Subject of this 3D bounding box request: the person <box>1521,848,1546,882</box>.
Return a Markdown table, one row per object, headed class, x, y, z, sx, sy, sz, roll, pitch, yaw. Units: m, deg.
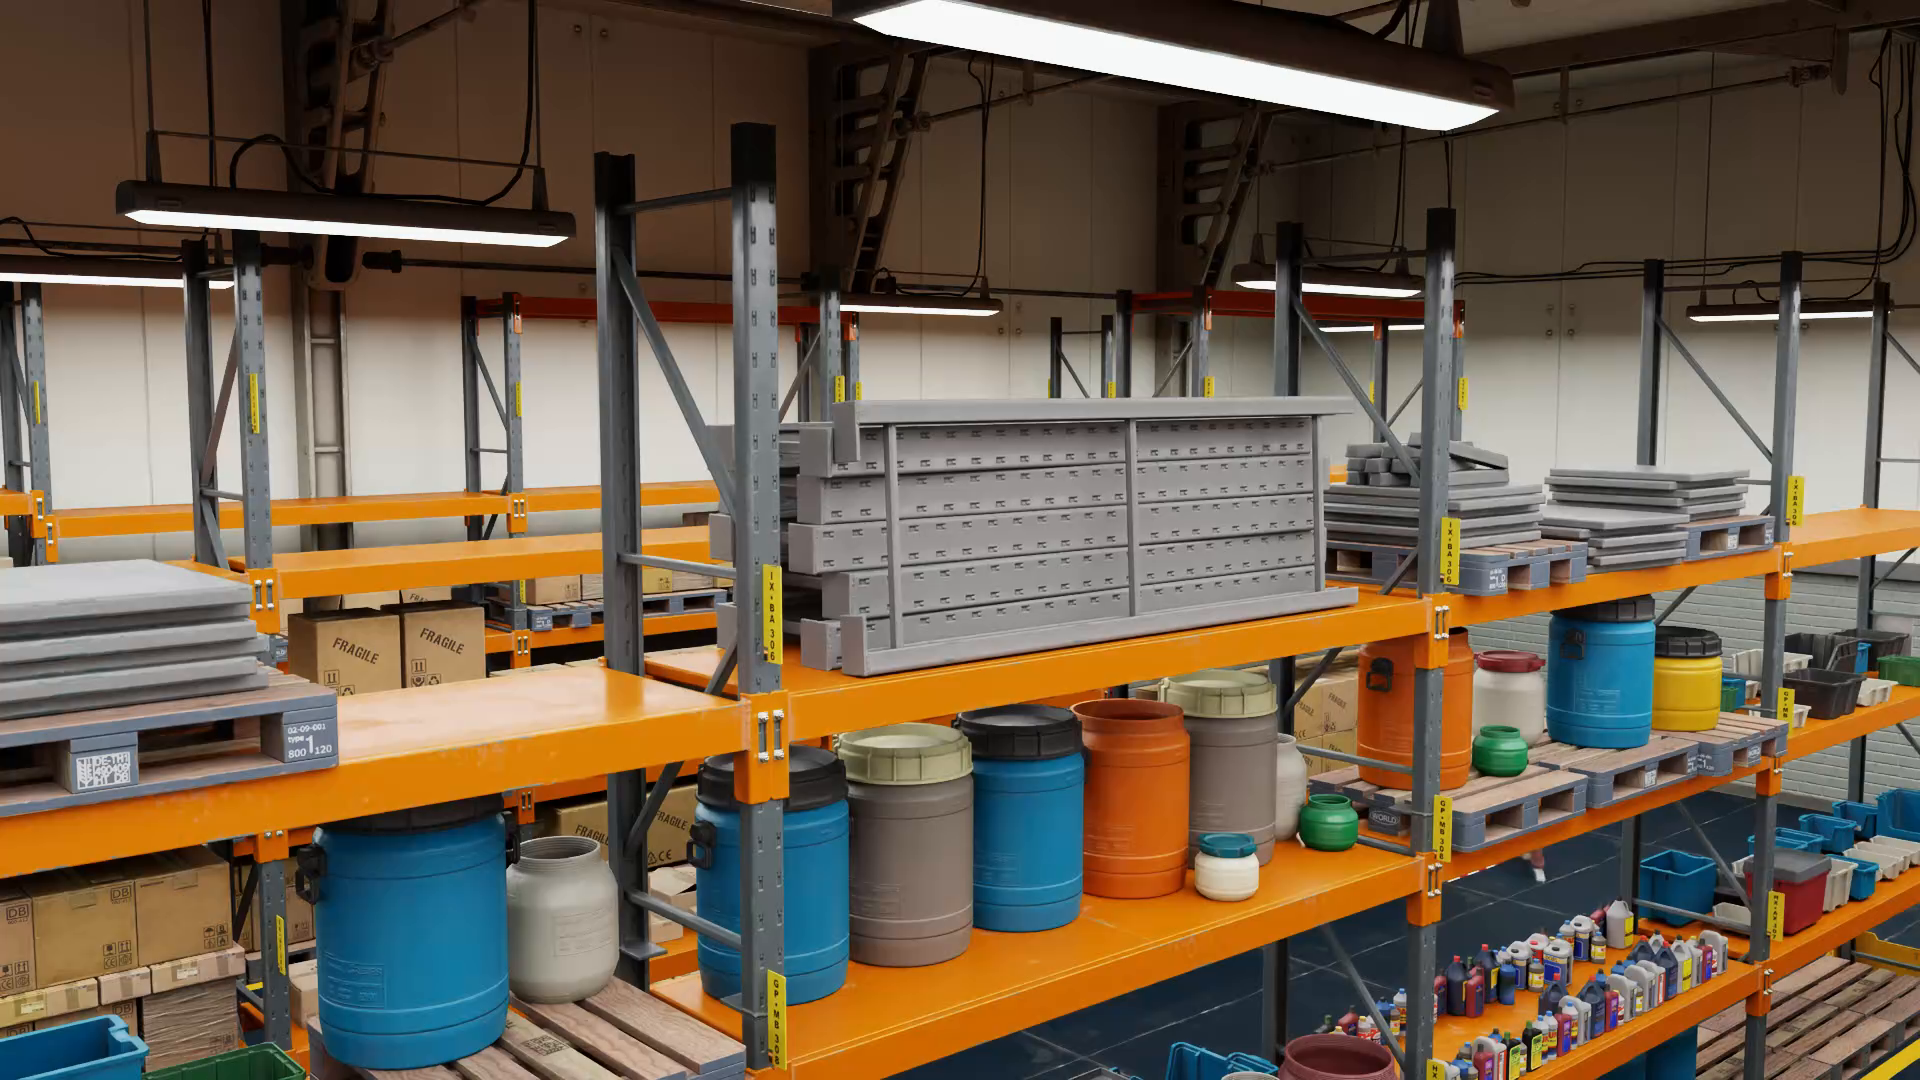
| class | x | y | z | sx | sy | sz | roll | pitch | yaw |
| --- | --- | --- | --- | --- | --- | --- | --- | --- | --- |
| person | 6.003 | 2.699 | 17.594 | 0.559 | 1.685 | 0.862 | 0 | 5 | -5 |
